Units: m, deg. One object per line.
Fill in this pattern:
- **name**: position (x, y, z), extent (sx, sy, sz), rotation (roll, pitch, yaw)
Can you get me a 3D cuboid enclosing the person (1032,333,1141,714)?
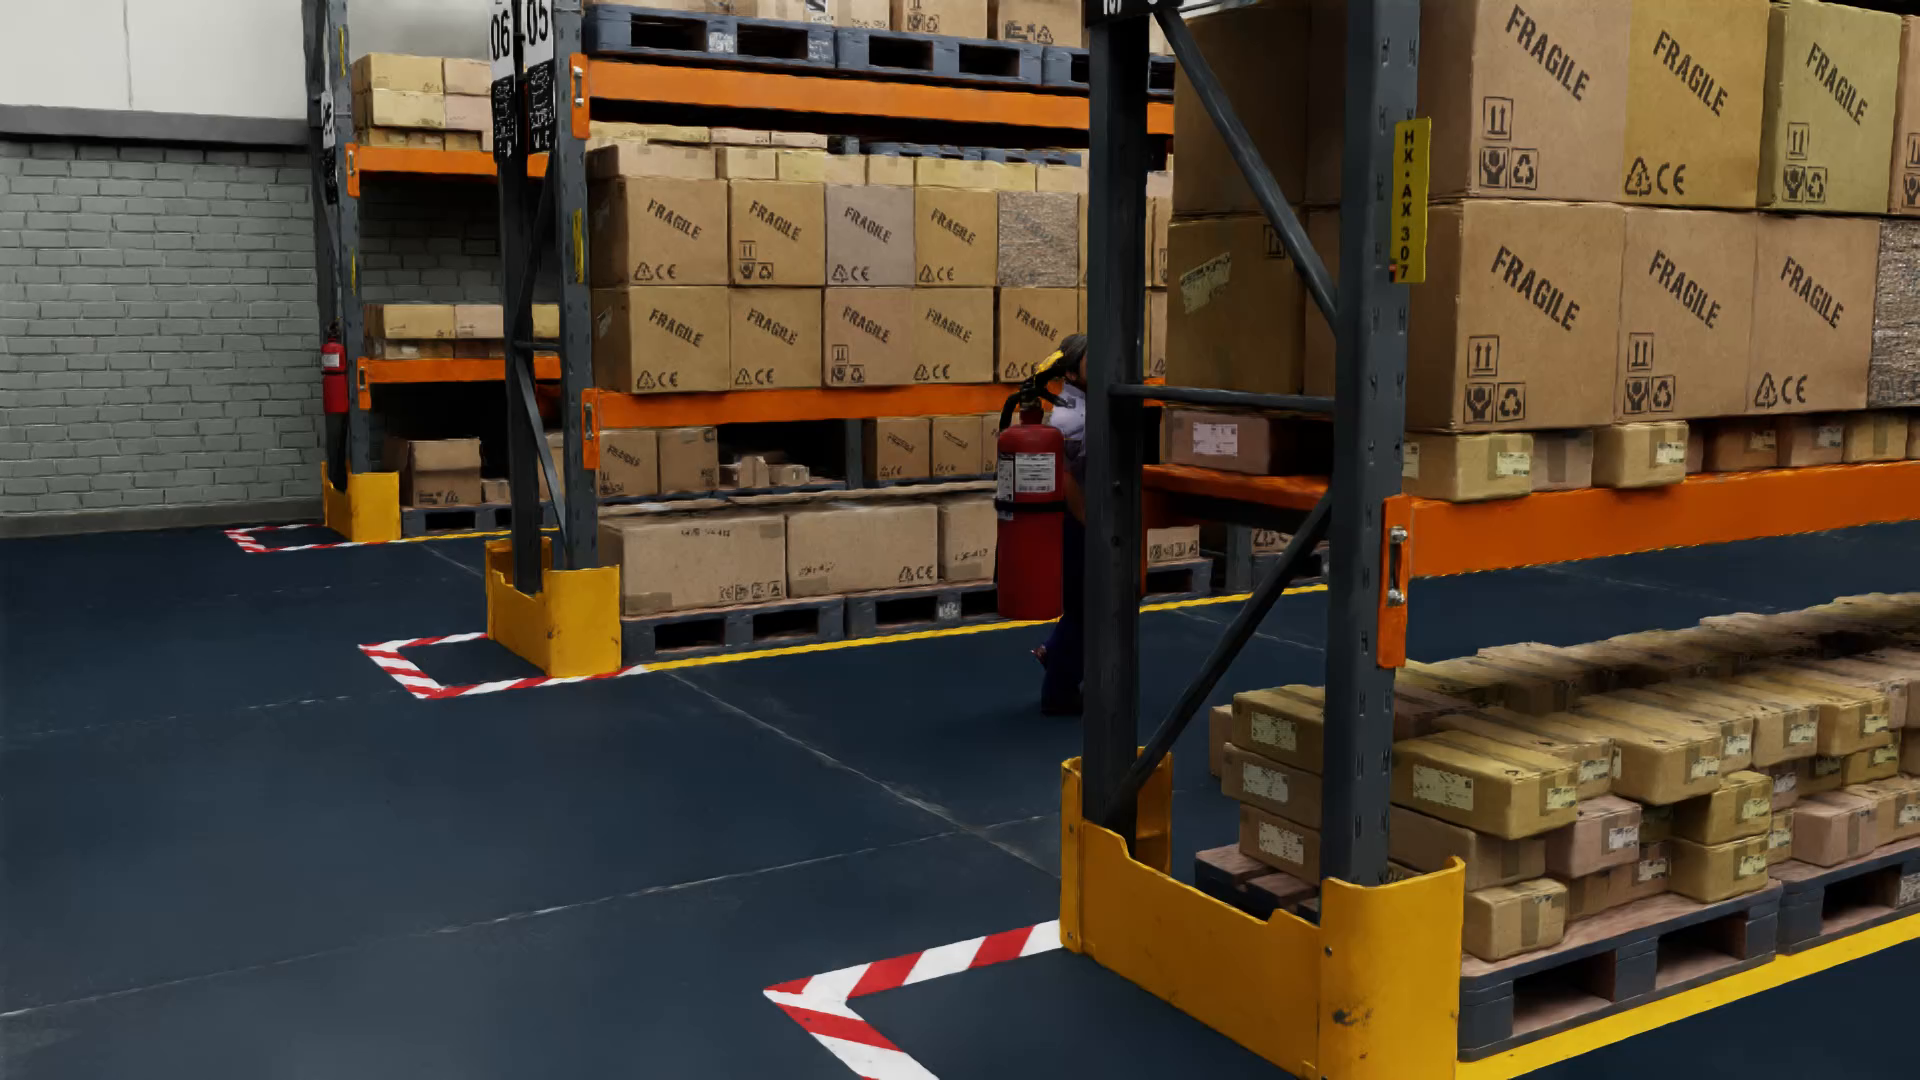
- **person**: position (0.526, -0.044, 6.812), extent (0.457, 1.598, 0.647), rotation (1, 8, 7)
